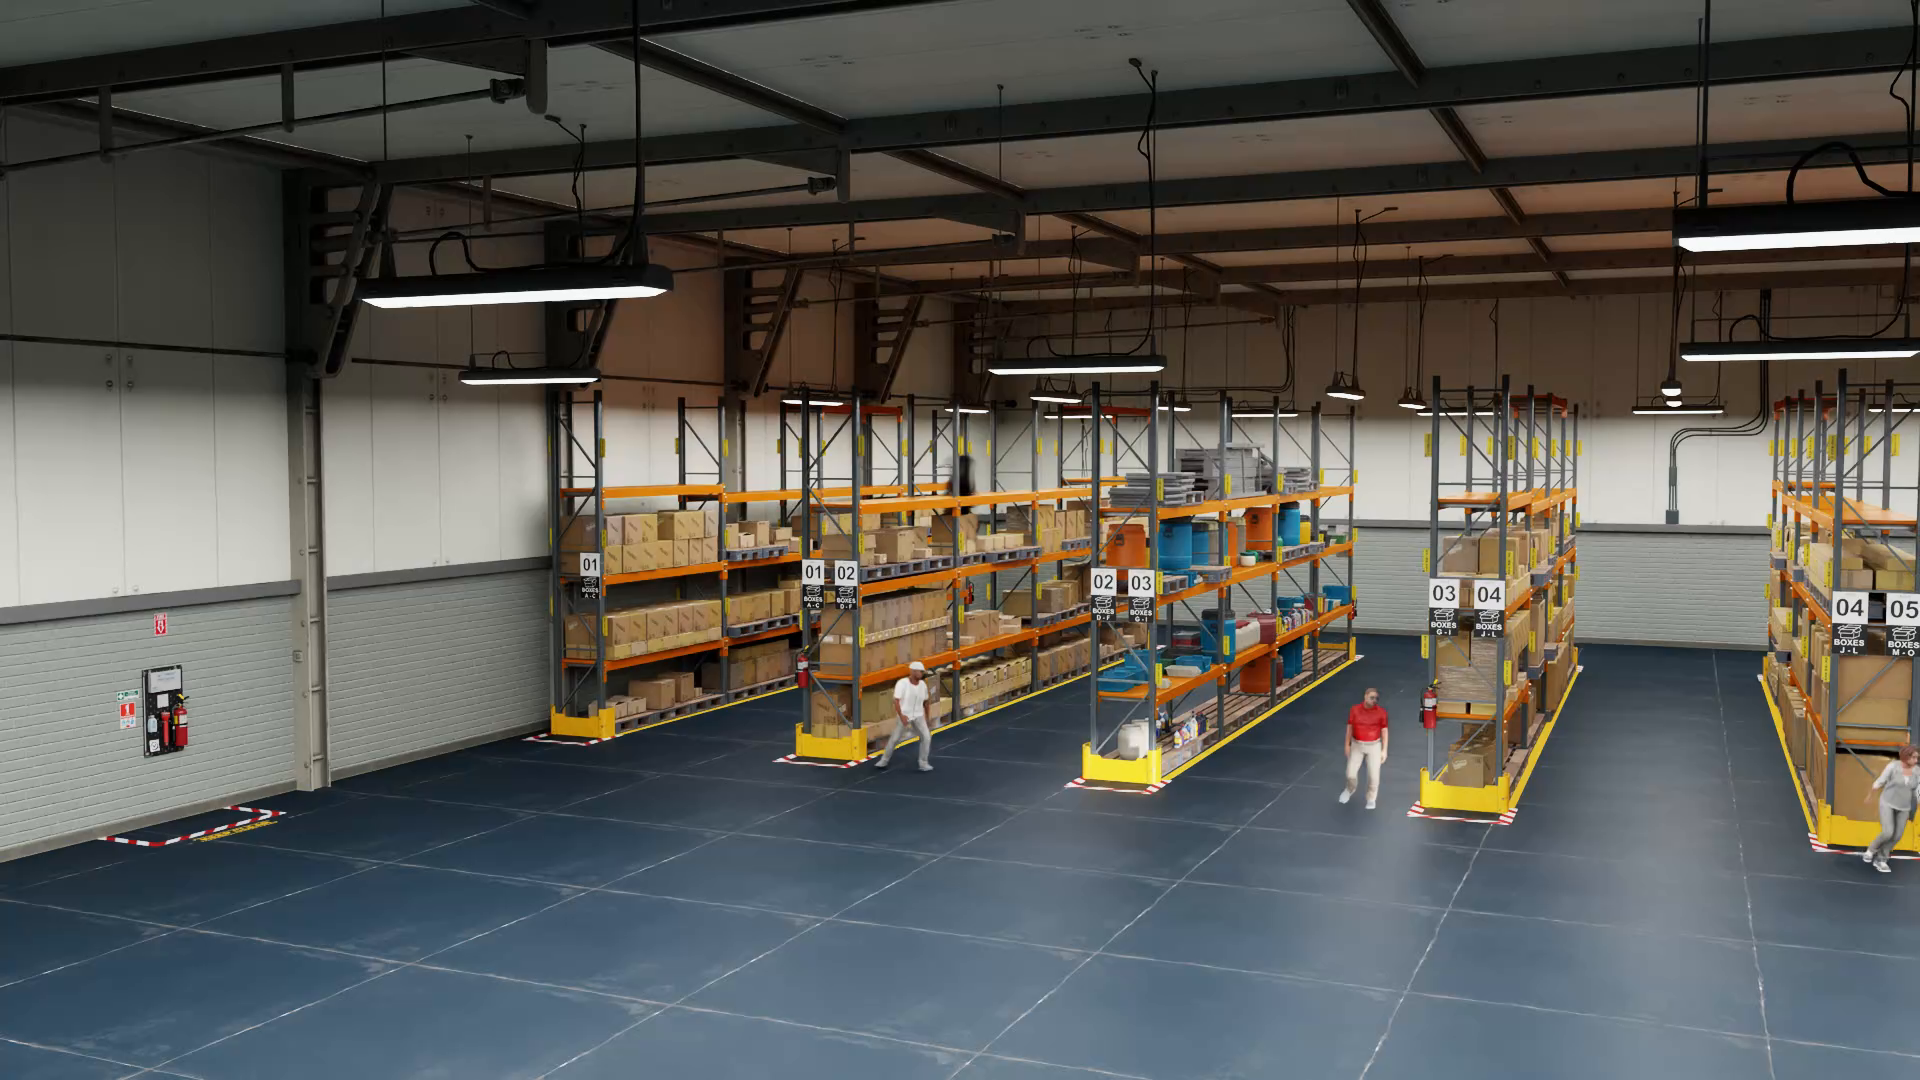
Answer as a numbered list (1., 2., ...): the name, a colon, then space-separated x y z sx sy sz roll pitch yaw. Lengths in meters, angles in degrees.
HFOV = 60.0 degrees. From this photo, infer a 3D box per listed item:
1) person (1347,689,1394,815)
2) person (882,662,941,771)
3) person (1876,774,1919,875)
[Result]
1. person: 5.646 2.903 22.852 0.603 1.750 0.553 0 3 2
2. person: -0.728 2.726 25.781 0.865 1.691 0.703 -2 4 -35
3. person: 11.083 3.242 19.240 0.530 1.380 0.864 0 3 -3
